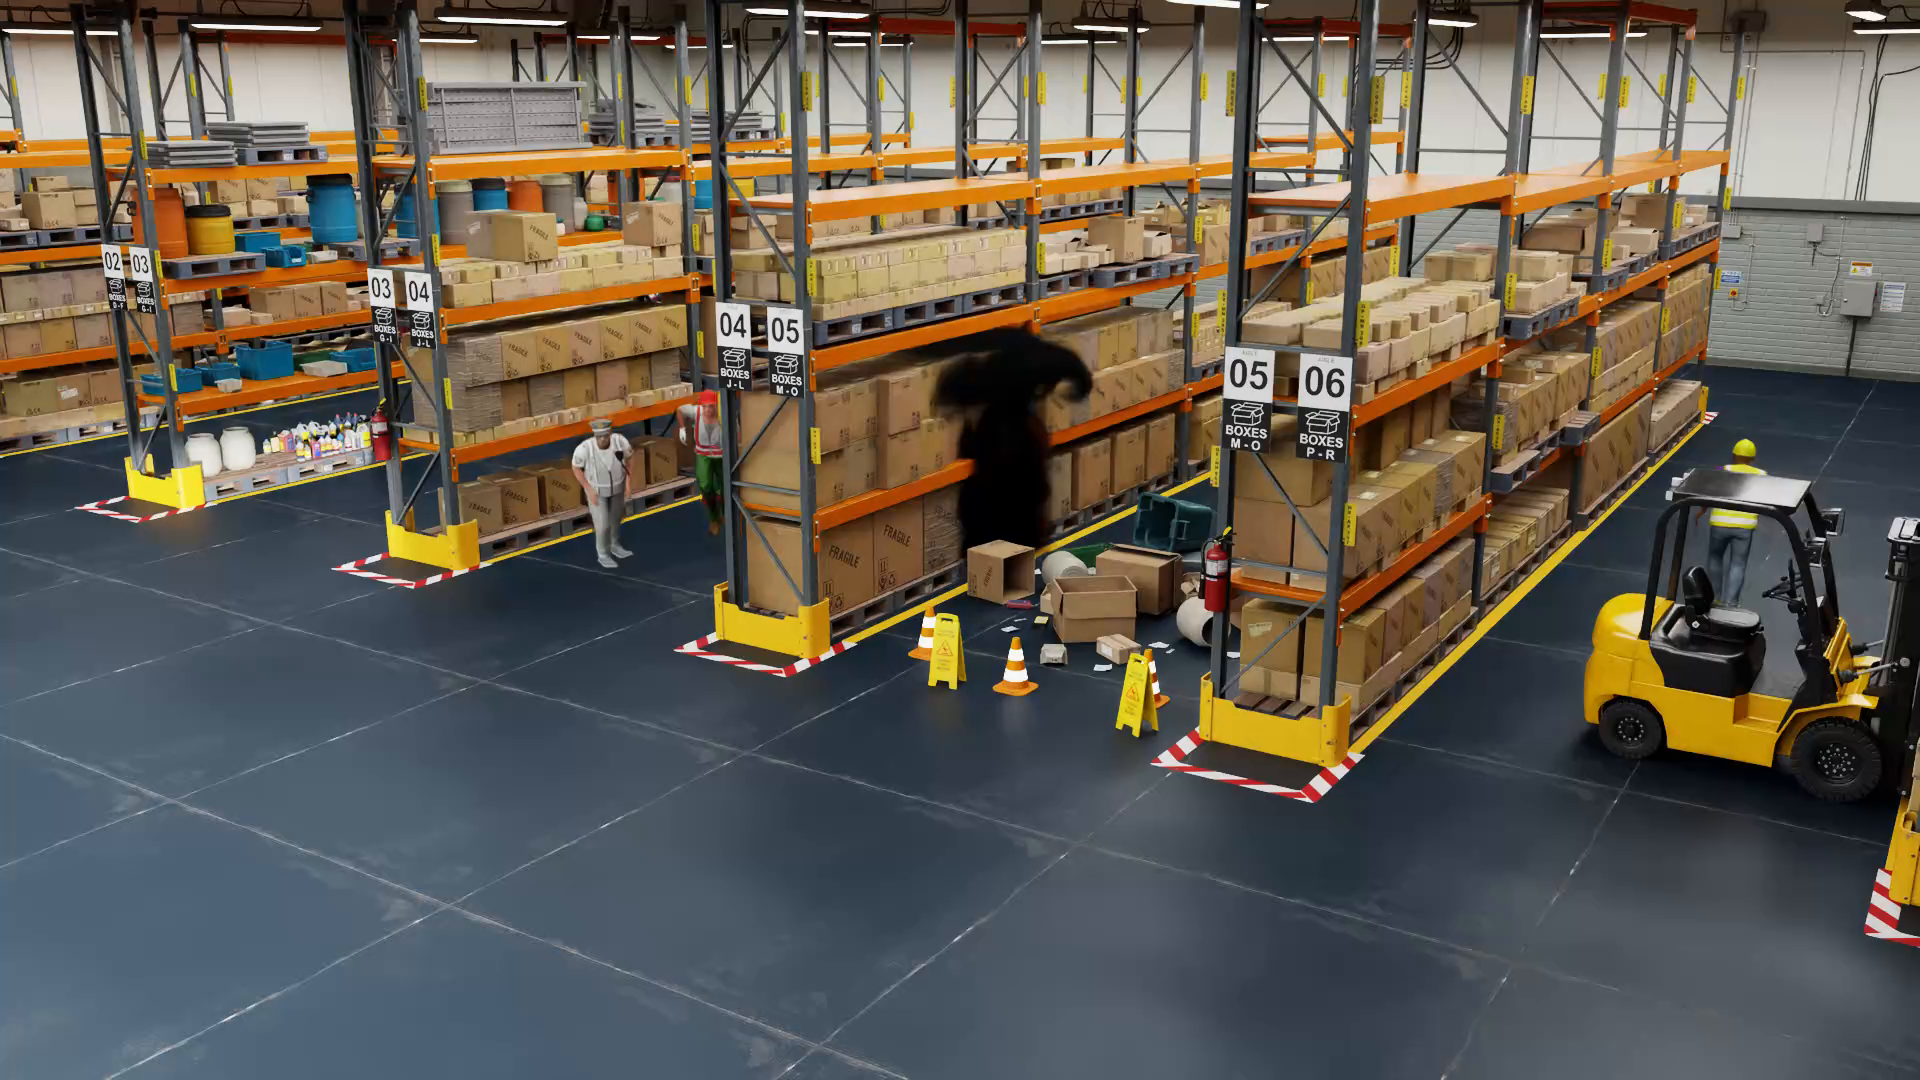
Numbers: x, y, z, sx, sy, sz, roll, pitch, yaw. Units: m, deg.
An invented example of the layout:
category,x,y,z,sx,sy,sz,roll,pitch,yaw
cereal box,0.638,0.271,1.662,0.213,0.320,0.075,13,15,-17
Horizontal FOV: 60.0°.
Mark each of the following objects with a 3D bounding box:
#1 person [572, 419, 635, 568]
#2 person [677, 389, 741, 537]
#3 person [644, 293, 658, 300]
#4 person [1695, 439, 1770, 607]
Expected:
category,x,y,z,sx,sy,sz,roll,pitch,yaw
person,-3.618,-0.498,17.009,0.716,1.629,0.841,-11,19,-34
person,-2.747,-0.867,18.311,0.712,1.705,0.957,0,16,-1
person,-6.077,-4.544,32.410,0.592,1.716,0.685,7,17,22
person,7.594,-0.099,16.331,0.716,1.754,0.975,7,17,23
